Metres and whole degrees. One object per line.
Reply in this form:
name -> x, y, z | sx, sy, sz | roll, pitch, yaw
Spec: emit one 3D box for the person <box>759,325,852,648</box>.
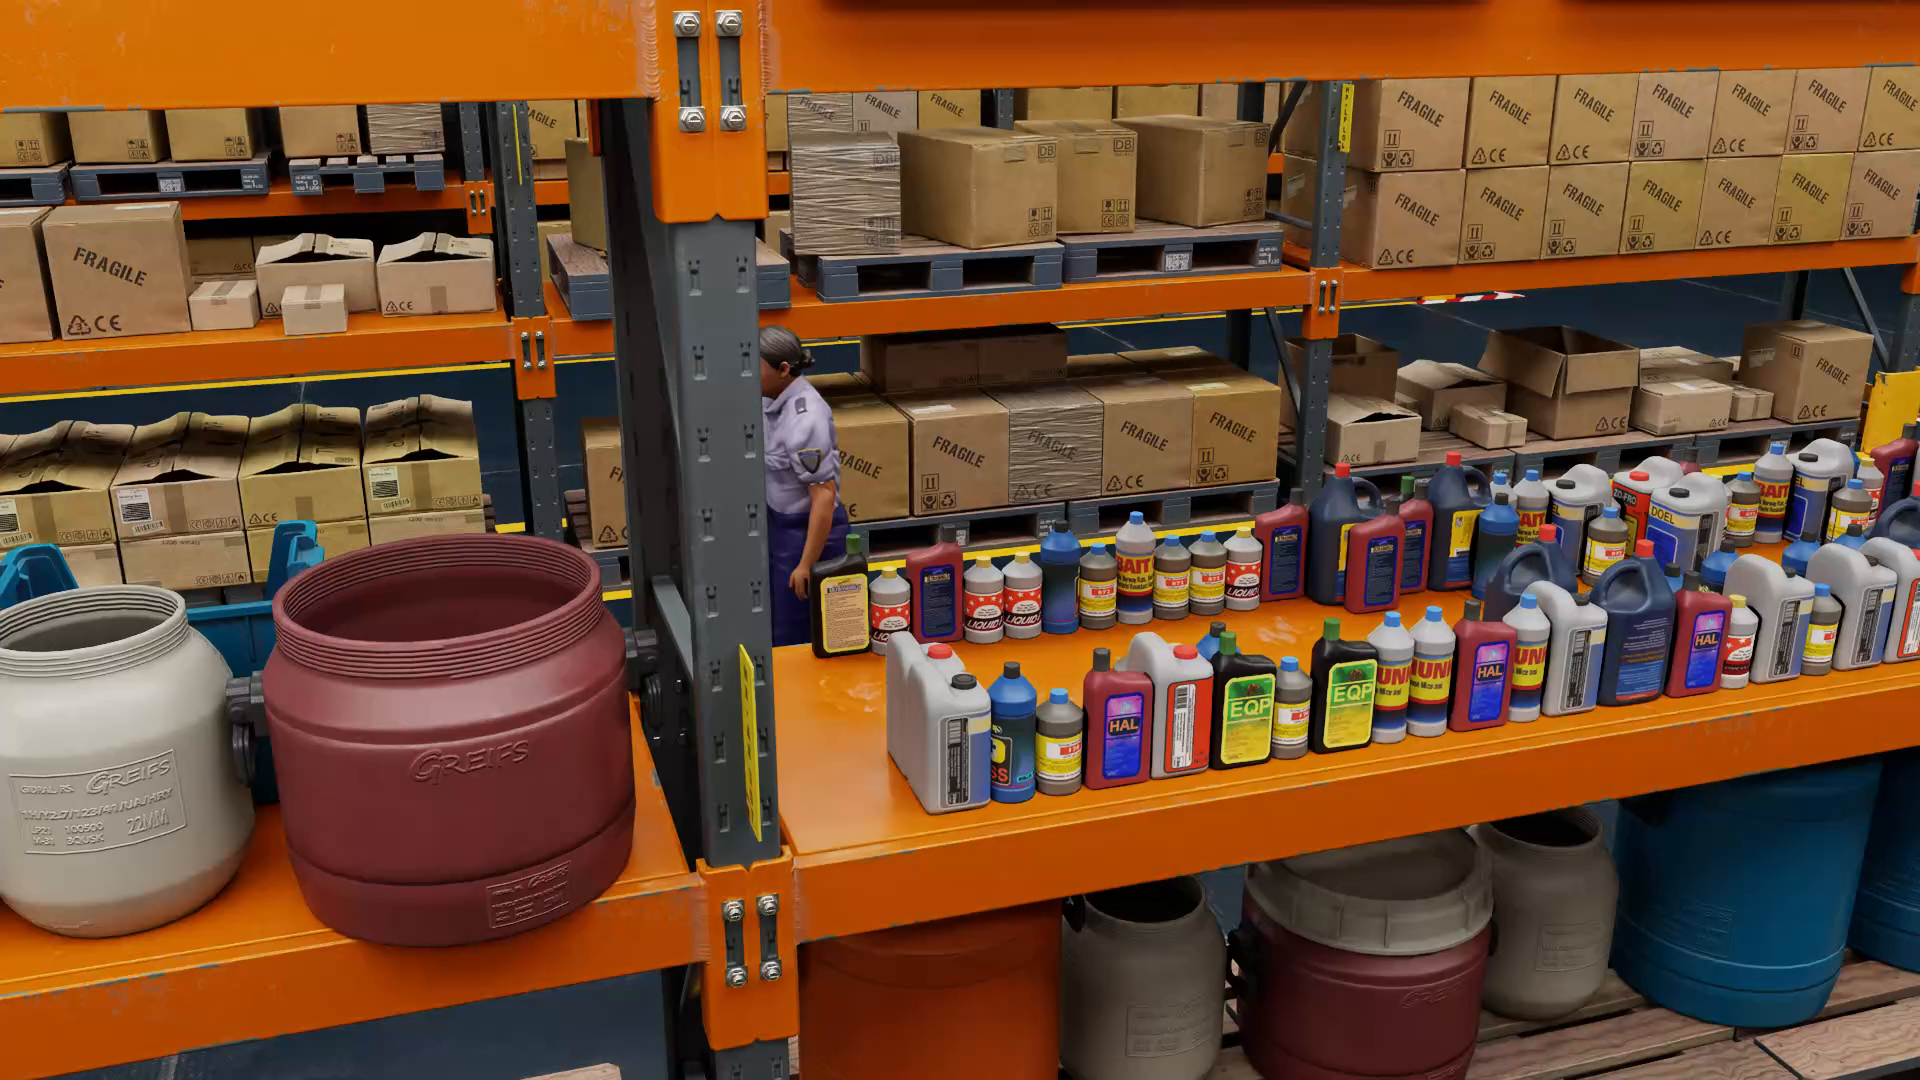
person -> -0.584, 0.025, 6.009 | 0.372, 1.651, 0.537 | -7, 20, -18
